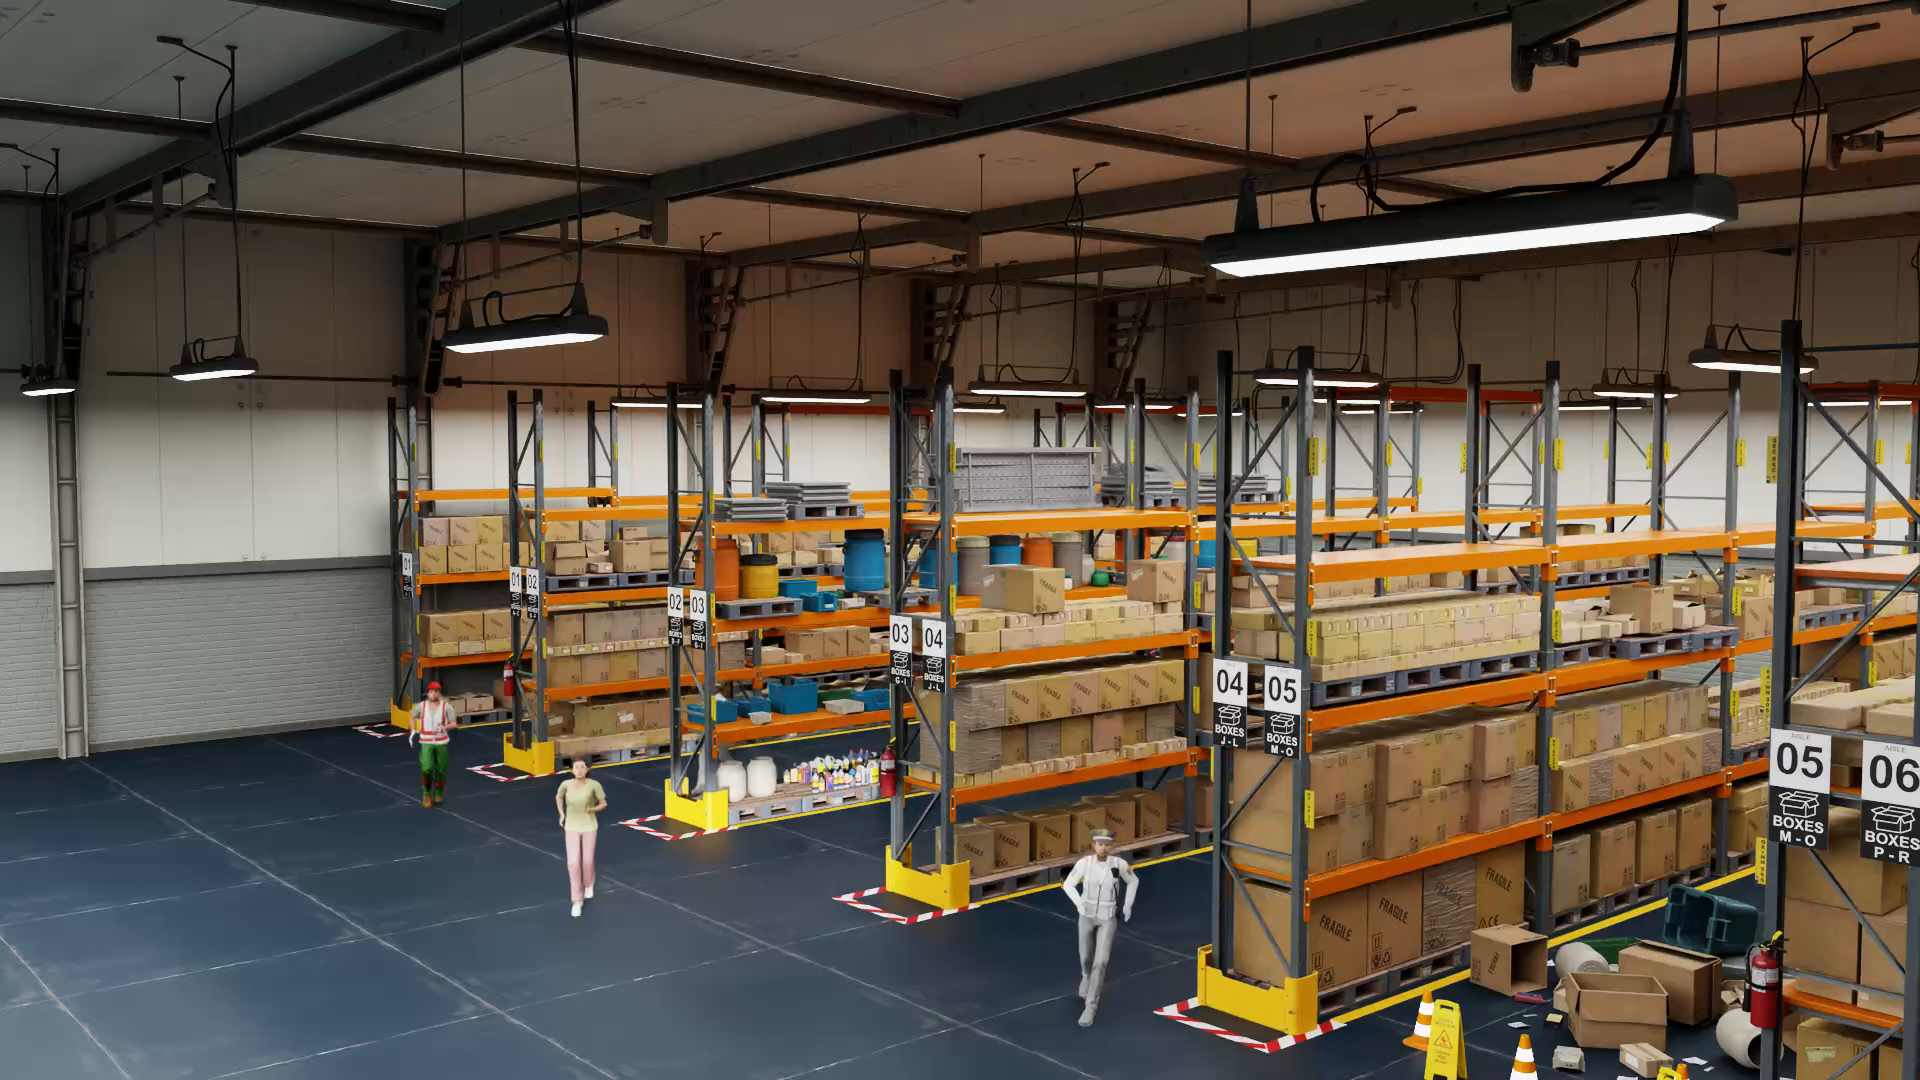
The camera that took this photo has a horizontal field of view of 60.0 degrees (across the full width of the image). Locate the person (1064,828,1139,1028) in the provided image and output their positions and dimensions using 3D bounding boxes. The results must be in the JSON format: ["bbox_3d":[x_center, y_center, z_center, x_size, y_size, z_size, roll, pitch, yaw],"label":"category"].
[{"bbox_3d":[1.263,3.435,15.055,0.659,1.704,0.907,1,3,13],"label":"person"}]

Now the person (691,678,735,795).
[{"bbox_3d":[-3.593,2.873,24.582,0.809,1.726,0.570,-3,5,-44],"label":"person"}]

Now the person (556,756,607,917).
[{"bbox_3d":[-4.201,3.253,18.464,0.572,1.664,0.827,0,3,-8],"label":"person"}]

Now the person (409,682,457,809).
[{"bbox_3d":[-7.440,2.897,23.495,0.648,1.783,0.708,-1,4,-19],"label":"person"}]
